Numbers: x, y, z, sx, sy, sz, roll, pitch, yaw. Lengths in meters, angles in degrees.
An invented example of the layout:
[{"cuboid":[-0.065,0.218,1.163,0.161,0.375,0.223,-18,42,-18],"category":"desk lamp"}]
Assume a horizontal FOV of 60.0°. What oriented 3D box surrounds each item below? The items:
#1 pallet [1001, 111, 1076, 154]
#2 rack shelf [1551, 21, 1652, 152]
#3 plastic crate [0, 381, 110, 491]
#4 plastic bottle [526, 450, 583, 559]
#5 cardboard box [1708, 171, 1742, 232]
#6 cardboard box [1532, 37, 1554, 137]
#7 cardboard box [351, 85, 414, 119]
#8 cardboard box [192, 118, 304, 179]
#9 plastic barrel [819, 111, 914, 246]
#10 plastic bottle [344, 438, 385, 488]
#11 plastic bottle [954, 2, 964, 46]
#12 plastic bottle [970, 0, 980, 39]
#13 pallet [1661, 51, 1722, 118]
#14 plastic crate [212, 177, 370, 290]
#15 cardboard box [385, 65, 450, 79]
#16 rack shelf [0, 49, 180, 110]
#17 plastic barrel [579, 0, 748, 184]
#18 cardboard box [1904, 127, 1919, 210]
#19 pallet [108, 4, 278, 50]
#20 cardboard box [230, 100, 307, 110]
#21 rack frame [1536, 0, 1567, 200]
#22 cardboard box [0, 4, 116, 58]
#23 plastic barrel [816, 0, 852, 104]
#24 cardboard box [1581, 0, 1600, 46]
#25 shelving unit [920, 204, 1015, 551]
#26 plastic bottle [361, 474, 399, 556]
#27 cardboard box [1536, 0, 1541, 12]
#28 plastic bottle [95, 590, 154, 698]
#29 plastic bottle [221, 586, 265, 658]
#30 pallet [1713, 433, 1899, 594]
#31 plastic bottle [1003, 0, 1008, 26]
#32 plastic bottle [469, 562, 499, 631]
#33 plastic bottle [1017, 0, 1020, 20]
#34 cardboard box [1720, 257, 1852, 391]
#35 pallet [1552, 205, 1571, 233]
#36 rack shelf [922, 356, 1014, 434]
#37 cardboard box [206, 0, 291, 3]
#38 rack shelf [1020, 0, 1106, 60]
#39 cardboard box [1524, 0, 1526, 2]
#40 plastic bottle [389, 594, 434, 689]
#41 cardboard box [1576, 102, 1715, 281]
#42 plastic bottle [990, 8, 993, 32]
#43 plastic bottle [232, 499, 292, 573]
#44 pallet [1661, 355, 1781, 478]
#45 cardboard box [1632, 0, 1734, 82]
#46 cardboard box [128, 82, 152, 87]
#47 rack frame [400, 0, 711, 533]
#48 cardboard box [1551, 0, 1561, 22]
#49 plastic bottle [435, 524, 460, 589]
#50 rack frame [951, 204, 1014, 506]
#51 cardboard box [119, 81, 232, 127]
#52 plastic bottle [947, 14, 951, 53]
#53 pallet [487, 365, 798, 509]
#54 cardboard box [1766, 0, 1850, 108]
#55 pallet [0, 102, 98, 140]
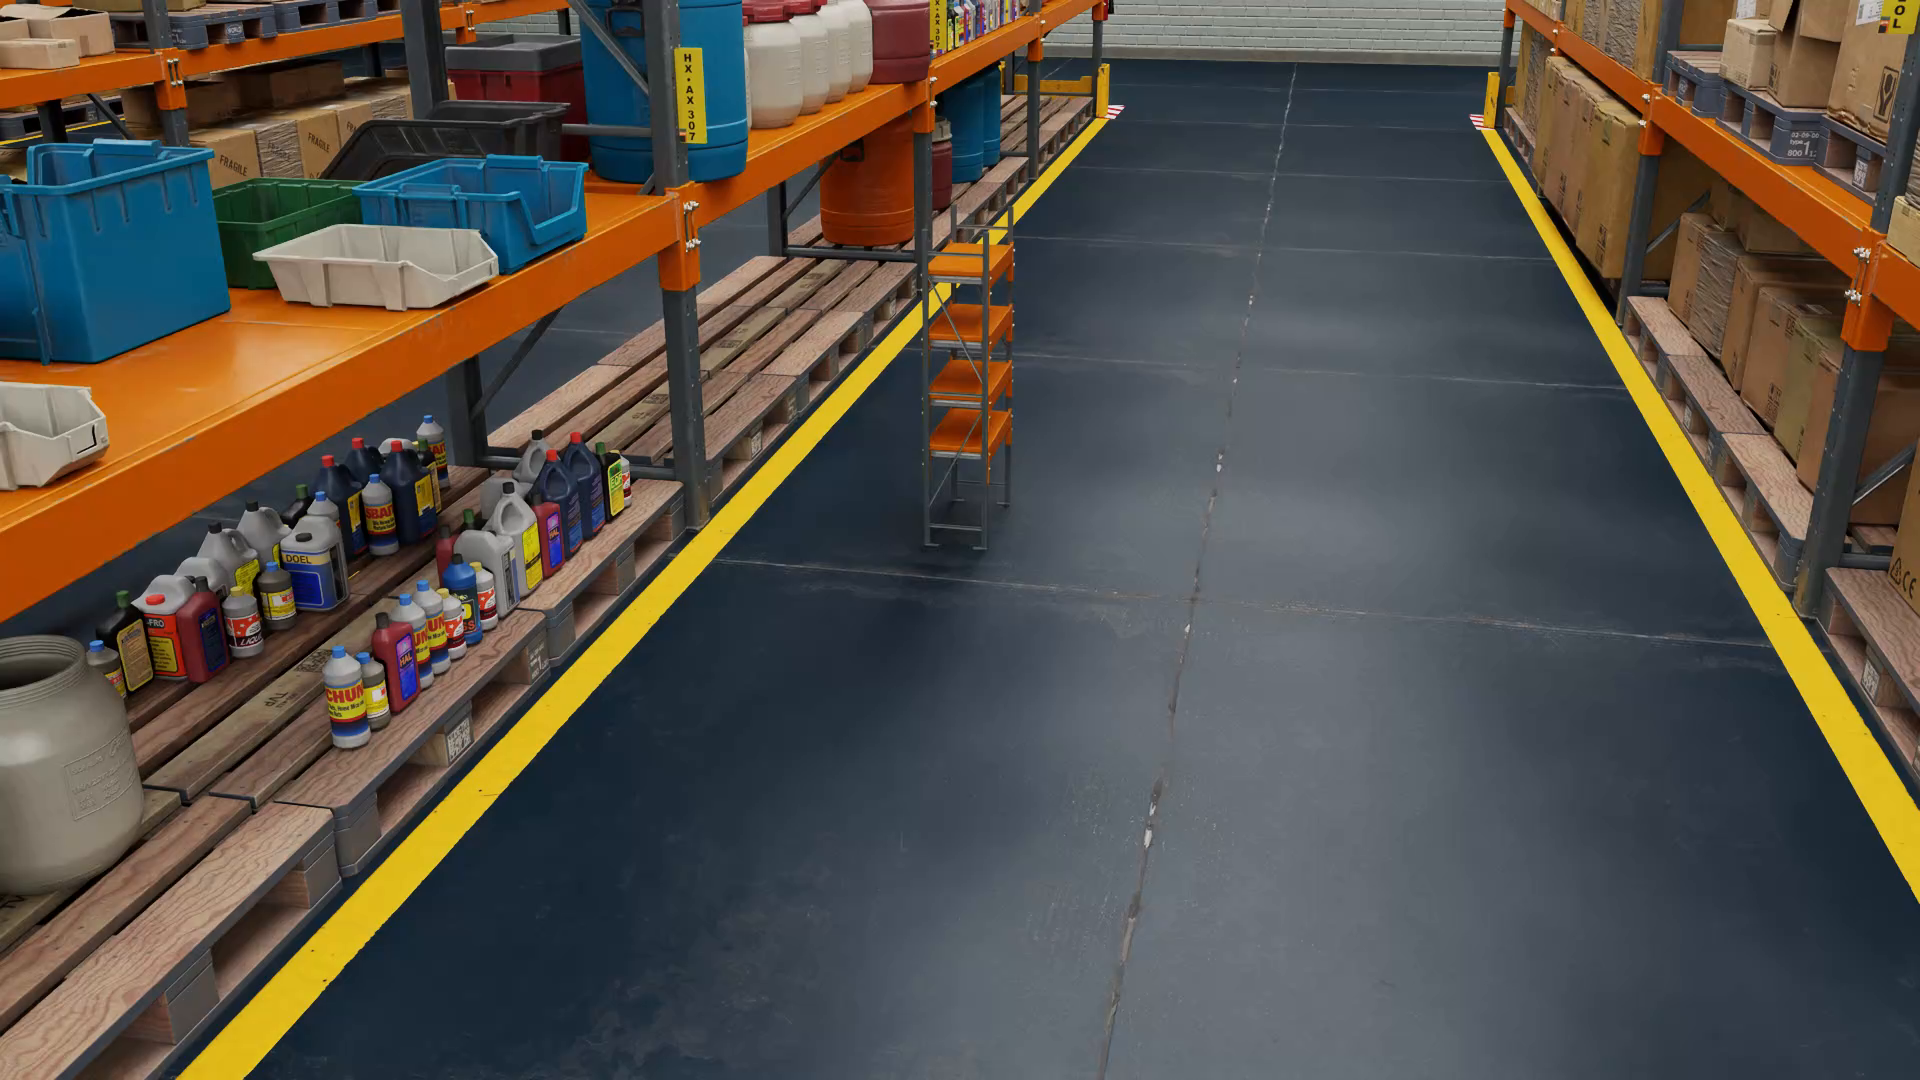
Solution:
[{"cuboid":[0.509,-3.830,15.580,1.003,0.211,1.213,4,22,11],"category":"pallet"},{"cuboid":[4.591,-2.961,10.654,1.077,0.370,4.000,4,22,11],"category":"rack shelf"},{"cuboid":[-1.801,-0.196,3.177,0.298,0.136,0.250,4,22,11],"category":"plastic crate"},{"cuboid":[-1.371,-0.126,5.607,0.144,0.351,0.185,3,22,8],"category":"plastic bottle"},{"cuboid":[4.075,-1.708,8.334,0.500,0.250,0.500,5,23,13],"category":"cardboard box"},{"cuboid":[5.396,-3.800,14.055,0.875,0.875,0.875,4,22,11],"category":"cardboard box"},{"cuboid":[-4.627,-3.445,13.649,0.500,0.500,0.500,5,22,11],"category":"cardboard box"},{"cuboid":[-5.040,-2.701,11.802,0.500,0.500,0.500,4,22,9],"category":"cardboard box"},{"cuboid":[-0.583,-2.309,10.415,0.600,0.830,0.708,4,22,11],"category":"plastic barrel"},{"cuboid":[-2.053,-0.190,5.766,0.144,0.351,0.185,5,22,12],"category":"plastic bottle"},{"cuboid":[-0.022,-3.393,10.936,0.097,0.271,0.097,0,22,0],"category":"plastic bottle"},{"cuboid":[0.058,-3.617,11.385,0.144,0.351,0.185,4,22,11],"category":"plastic bottle"},{"cuboid":[4.142,-2.206,8.072,1.213,0.211,1.003,4,22,11],"category":"pallet"},{"cuboid":[-2.036,-0.905,4.869,0.450,0.188,0.662,4,22,11],"category":"plastic crate"},{"cuboid":[-4.860,-4.057,15.170,0.500,0.500,0.500,4,22,11],"category":"cardboard box"},{"cuboid":[-5.923,-2.255,8.900,1.077,0.370,4.000,4,22,11],"category":"rack shelf"},{"cuboid":[-1.107,-1.829,6.208,0.600,0.901,0.708,4,22,11],"category":"plastic barrel"},{"cuboid":[3.214,-1.125,4.600,0.875,0.500,0.500,4,22,11],"category":"cardboard box"},{"cuboid":[-5.445,-3.484,11.246,1.213,0.211,1.003,4,22,11],"category":"pallet"},{"cuboid":[-5.346,-3.106,12.808,0.500,0.500,0.500,4,22,9],"category":"cardboard box"},{"cuboid":[4.999,-4.026,12.335,1.000,3.000,0.127,4,22,11],"category":"rack frame"},{"cuboid":[-5.631,-3.149,10.276,0.500,0.311,0.500,6,23,14],"category":"cardboard box"},{"cuboid":[-0.753,-2.446,8.263,0.421,0.512,0.421,0,22,0],"category":"plastic barrel"},{"cuboid":[4.456,-3.556,11.035,0.500,0.500,0.500,4,22,10],"category":"cardboard box"},{"cuboid":[0.034,-0.617,6.280,0.258,1.200,0.503,4,22,11],"category":"shelving unit"},{"cuboid":[-1.965,-0.091,5.627,0.097,0.271,0.097,0,22,0],"category":"plastic bottle"},{"cuboid":[4.950,-4.423,13.656,0.380,0.149,0.250,5,22,12],"category":"cardboard box"},{"cuboid":[-2.347,0.292,4.661,0.061,0.283,0.133,5,22,12],"category":"plastic bottle"},{"cuboid":[-2.120,0.236,4.910,0.097,0.201,0.097,0,22,0],"category":"plastic bottle"},{"cuboid":[3.524,-0.092,6.299,1.003,0.211,1.213,4,22,11],"category":"pallet"},{"cuboid":[0.283,-4.020,12.385,0.144,0.351,0.185,4,22,11],"category":"plastic bottle"},{"cuboid":[-1.471,0.166,5.083,0.097,0.201,0.097,0,22,0],"category":"plastic bottle"},{"cuboid":[0.386,-4.177,12.877,0.152,0.276,0.135,4,22,11],"category":"plastic bottle"},{"cuboid":[3.856,-0.950,7.453,0.700,0.500,0.500,6,23,15],"category":"cardboard box"},{"cuboid":[4.915,-2.445,12.141,1.003,0.211,1.213,4,22,11],"category":"pallet"},{"cuboid":[0.034,-0.555,6.305,0.258,0.148,0.480,4,22,11],"category":"rack shelf"},{"cuboid":[-5.123,-4.120,11.872,0.700,0.500,0.500,9,24,21],"category":"cardboard box"},{"cuboid":[0.558,-4.801,15.223,1.077,0.370,4.000,4,22,11],"category":"rack shelf"},{"cuboid":[5.160,-4.797,14.587,0.380,0.149,0.250,4,22,10],"category":"cardboard box"},{"cuboid":[-1.553,0.282,4.702,0.097,0.271,0.097,0,22,0],"category":"plastic bottle"},{"cuboid":[4.344,-2.023,9.644,1.225,0.875,0.875,3,22,8],"category":"cardboard box"},{"cuboid":[0.184,-3.731,11.868,0.097,0.201,0.097,0,22,0],"category":"plastic bottle"},{"cuboid":[-2.178,0.035,5.209,0.144,0.351,0.185,4,22,10],"category":"plastic bottle"},{"cuboid":[3.771,-0.539,7.410,1.003,0.211,1.213,4,22,11],"category":"pallet"},{"cuboid":[4.041,-2.809,9.179,0.500,0.500,0.500,5,23,13],"category":"cardboard box"},{"cuboid":[-8.981,-5.027,17.603,0.700,0.500,0.500,4,22,9],"category":"cardboard box"},{"cuboid":[-1.482,-1.478,6.008,1.000,3.000,0.127,4,22,11],"category":"rack frame"},{"cuboid":[4.740,-4.046,12.721,0.380,0.149,0.250,5,22,11],"category":"cardboard box"},{"cuboid":[-1.578,0.075,5.199,0.061,0.283,0.133,4,22,11],"category":"plastic bottle"},{"cuboid":[0.084,-0.706,6.501,0.240,1.200,0.015,4,22,11],"category":"rack frame"},{"cuboid":[-5.546,-3.093,11.772,0.500,0.250,0.500,5,23,13],"category":"cardboard box"},{"cuboid":[-0.095,-3.235,10.527,0.061,0.283,0.133,4,22,11],"category":"plastic bottle"},{"cuboid":[-1.360,-0.475,7.250,1.003,0.211,1.213,4,22,11],"category":"pallet"},{"cuboid":[3.630,-1.984,6.565,0.797,0.503,0.637,7,23,16],"category":"cardboard box"},{"cuboid":[-9.317,-4.138,16.345,1.003,0.211,1.213,4,22,11],"category":"pallet"}]
